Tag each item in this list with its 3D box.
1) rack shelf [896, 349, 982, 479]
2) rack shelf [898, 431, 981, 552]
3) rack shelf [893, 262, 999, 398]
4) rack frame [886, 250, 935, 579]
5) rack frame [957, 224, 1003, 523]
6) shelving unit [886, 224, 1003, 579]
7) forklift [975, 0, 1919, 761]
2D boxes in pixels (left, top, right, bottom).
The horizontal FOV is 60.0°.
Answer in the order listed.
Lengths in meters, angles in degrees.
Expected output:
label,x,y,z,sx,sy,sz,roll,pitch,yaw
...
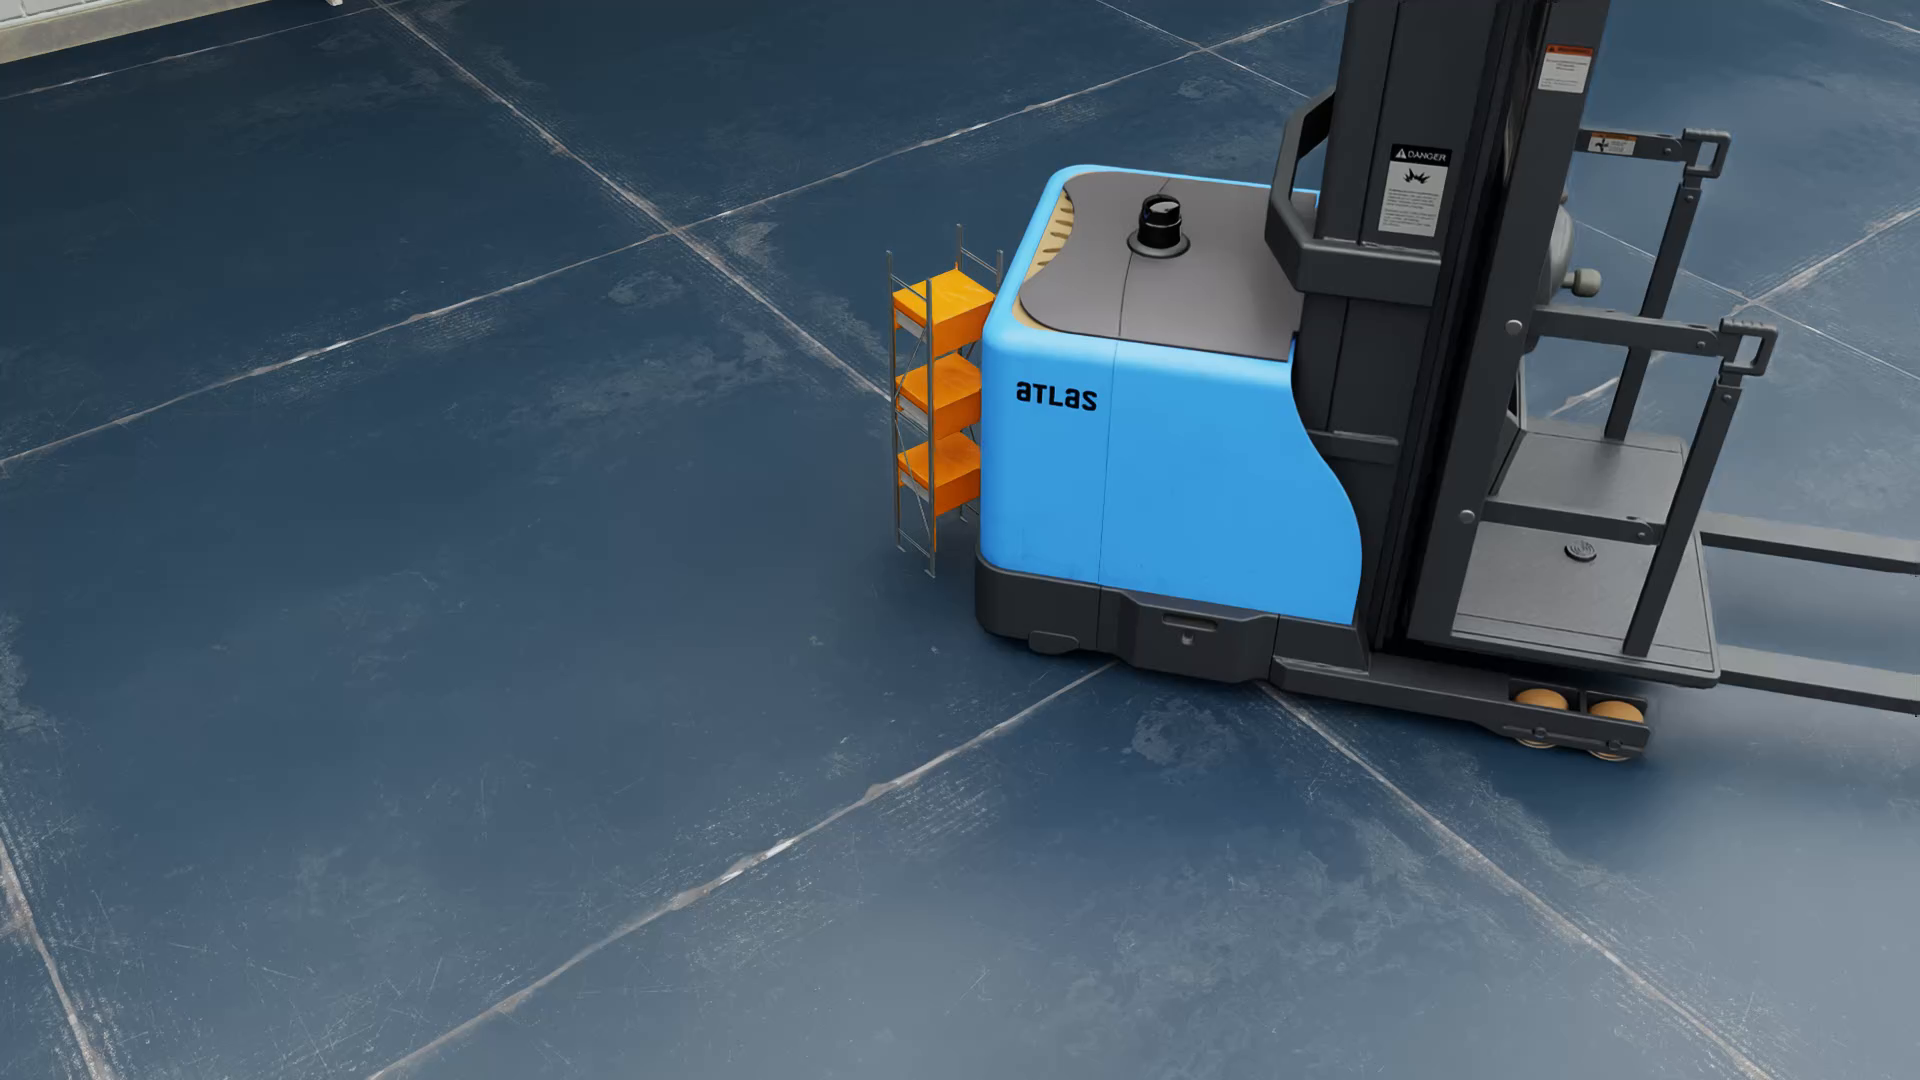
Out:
label,x,y,z,sx,sy,sz,roll,pitch,yaw
rack shelf,-0.042,-0.377,4.899,0.240,0.259,0.215,-26,46,-28
rack shelf,-0.043,-0.162,5.075,0.240,0.259,0.215,-26,46,-28
rack shelf,-0.042,-0.596,4.719,0.240,0.259,0.215,-26,46,-28
rack frame,-0.139,-0.338,4.834,0.008,1.050,0.200,-26,46,-28
rack frame,0.054,-0.432,4.949,0.008,1.050,0.200,-26,46,-28
shelving unit,-0.042,-0.385,4.892,0.252,1.050,0.215,-26,46,-28
forklift,1.617,-0.907,4.045,3.031,2.935,1.130,9,40,11
